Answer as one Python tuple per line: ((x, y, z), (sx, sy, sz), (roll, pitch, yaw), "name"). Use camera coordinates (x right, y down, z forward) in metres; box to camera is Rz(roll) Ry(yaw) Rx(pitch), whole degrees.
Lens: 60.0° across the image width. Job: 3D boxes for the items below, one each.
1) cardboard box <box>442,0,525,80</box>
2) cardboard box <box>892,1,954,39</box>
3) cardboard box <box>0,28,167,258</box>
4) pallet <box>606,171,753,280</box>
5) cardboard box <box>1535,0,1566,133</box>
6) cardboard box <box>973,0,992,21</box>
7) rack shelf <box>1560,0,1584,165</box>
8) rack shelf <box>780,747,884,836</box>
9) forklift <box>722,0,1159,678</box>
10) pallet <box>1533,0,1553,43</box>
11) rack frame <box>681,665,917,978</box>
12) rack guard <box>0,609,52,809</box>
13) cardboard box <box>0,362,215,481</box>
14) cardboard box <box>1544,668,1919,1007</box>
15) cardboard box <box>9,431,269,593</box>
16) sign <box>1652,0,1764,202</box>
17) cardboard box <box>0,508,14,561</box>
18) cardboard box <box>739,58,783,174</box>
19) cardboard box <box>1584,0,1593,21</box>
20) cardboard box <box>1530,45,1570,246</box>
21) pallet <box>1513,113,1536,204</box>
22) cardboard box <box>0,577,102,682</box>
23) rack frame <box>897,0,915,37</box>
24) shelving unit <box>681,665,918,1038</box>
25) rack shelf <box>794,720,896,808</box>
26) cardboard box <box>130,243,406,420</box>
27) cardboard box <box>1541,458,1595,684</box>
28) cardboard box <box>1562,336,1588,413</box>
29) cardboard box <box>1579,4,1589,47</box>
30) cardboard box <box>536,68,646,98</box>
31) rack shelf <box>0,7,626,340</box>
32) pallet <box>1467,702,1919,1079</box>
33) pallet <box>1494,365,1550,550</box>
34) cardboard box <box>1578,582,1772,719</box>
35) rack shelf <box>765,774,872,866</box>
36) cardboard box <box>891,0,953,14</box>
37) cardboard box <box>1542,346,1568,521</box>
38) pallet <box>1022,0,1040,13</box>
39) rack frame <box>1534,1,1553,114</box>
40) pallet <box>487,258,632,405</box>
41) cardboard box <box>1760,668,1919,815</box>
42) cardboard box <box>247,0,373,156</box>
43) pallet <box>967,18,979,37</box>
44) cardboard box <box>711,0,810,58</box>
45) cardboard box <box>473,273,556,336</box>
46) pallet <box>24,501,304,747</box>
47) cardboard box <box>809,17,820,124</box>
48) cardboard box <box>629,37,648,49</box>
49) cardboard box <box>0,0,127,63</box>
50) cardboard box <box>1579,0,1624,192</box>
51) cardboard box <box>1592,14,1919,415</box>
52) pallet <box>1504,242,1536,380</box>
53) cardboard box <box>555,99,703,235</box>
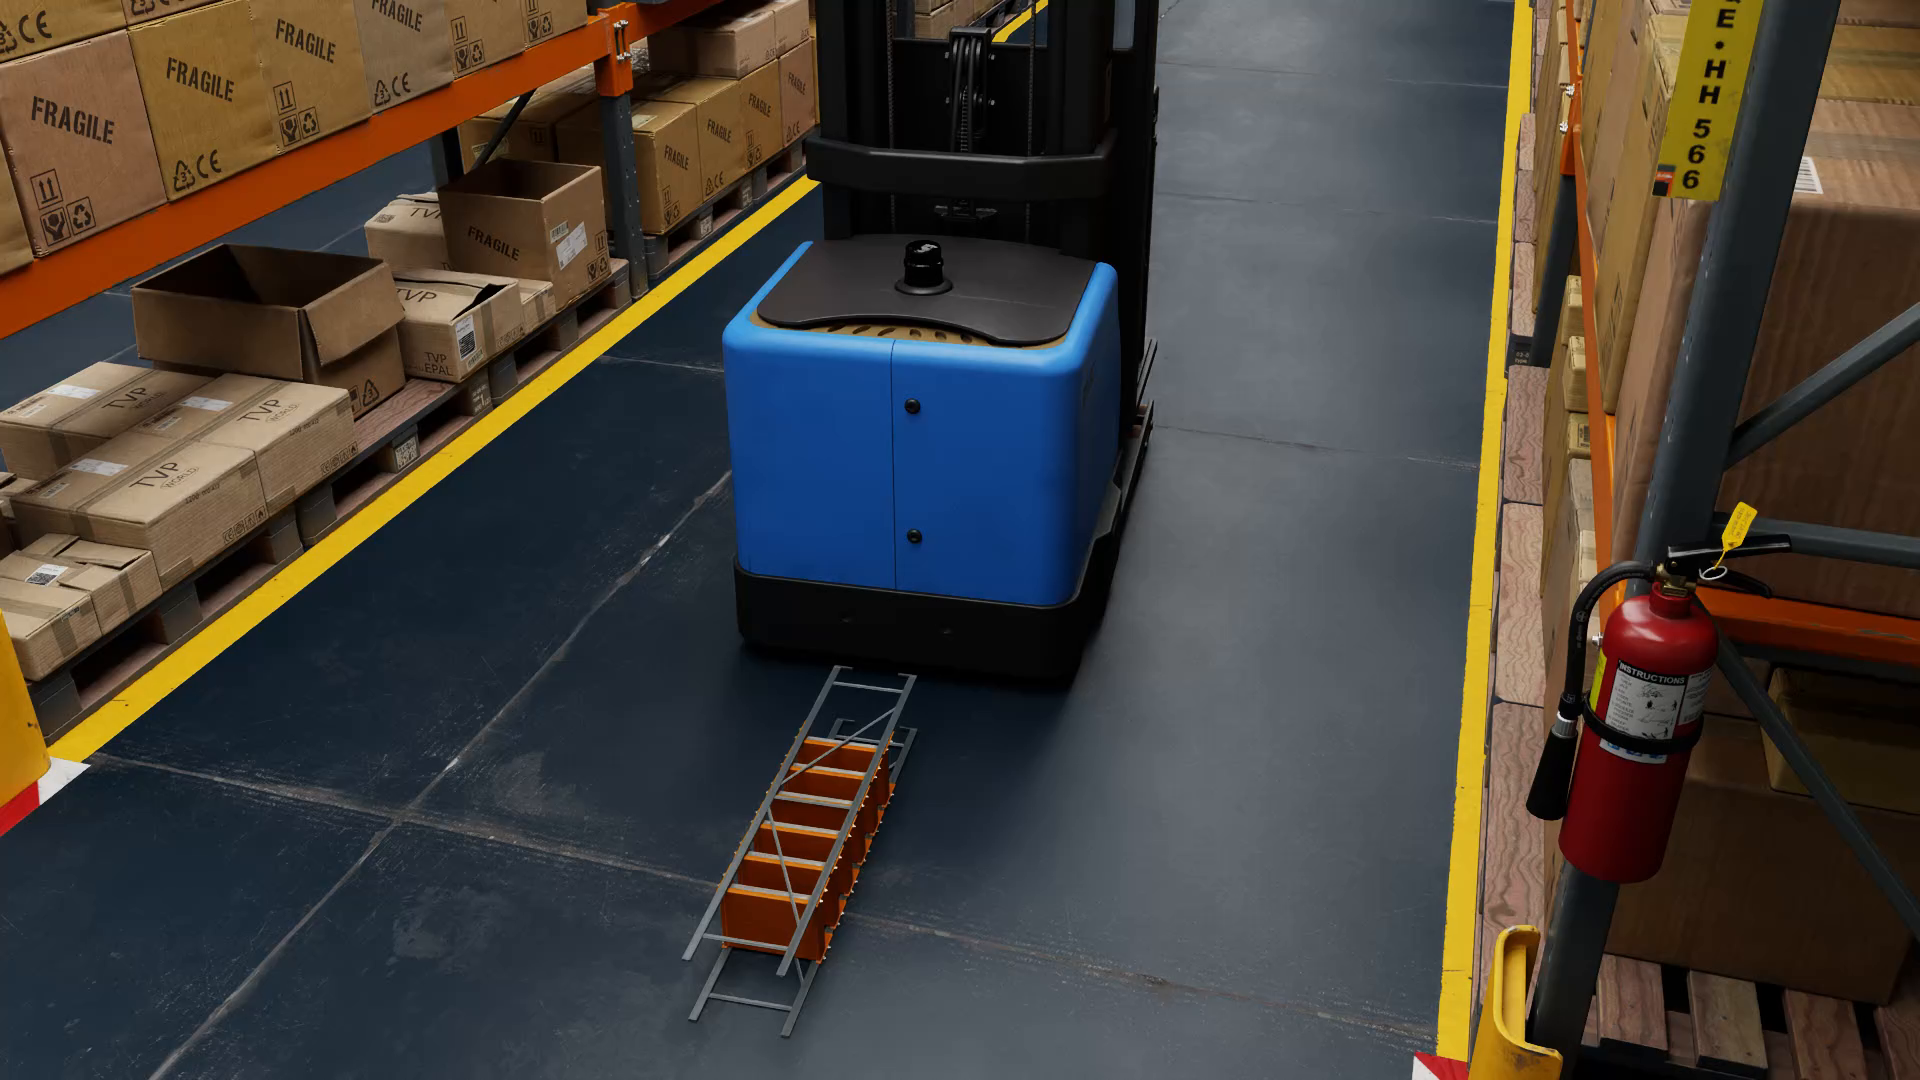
((-2.015, -2.057, 6.259), (0.500, 0.500, 0.500), (9, 30, 16), "cardboard box")
((-0.355, -3.564, 11.468), (0.500, 0.250, 0.500), (8, 30, 15), "cardboard box")
((-2.609, -1.116, 4.567), (0.500, 0.500, 0.500), (8, 30, 14), "cardboard box")
((-1.761, -1.687, 8.565), (1.003, 0.211, 1.213), (8, 30, 15), "pallet")
((3.606, -2.597, 9.111), (0.750, 0.750, 0.750), (8, 30, 14), "cardboard box")
((-0.062, -4.040, 12.324), (0.500, 0.250, 0.500), (8, 30, 14), "cardboard box")
((3.360, -2.432, 7.776), (1.077, 0.370, 4.000), (8, 30, 15), "rack shelf")
((-0.333, 0.658, 4.364), (0.258, 0.180, 0.103), (6, 30, 11), "rack shelf")
((0.132, -1.577, 5.569), (1.130, 2.935, 3.031), (6, 30, 11), "forklift")
((4.894, -3.954, 12.640), (1.003, 0.211, 1.213), (8, 30, 15), "pallet")
((-0.369, 0.657, 4.179), (0.240, 0.006, 1.200), (6, 30, 11), "rack frame")
((-3.116, 0.394, 4.527), (1.175, 0.500, 0.348), (8, 30, 15), "rack guard")
((-2.906, -0.379, 5.721), (0.500, 0.250, 0.500), (8, 30, 15), "cardboard box")
((1.709, 0.612, 3.704), (0.700, 0.500, 0.500), (8, 30, 15), "cardboard box")
((-2.560, -0.098, 5.217), (0.500, 0.250, 0.500), (8, 30, 15), "cardboard box")
((1.084, -0.651, 2.400), (0.100, 0.325, 0.005), (8, 30, 15), "sign")
((-3.214, -0.051, 4.874), (0.500, 0.500, 0.500), (8, 30, 15), "cardboard box")
((-1.289, -2.292, 8.904), (0.500, 0.500, 0.500), (9, 30, 15), "cardboard box")
((2.667, -2.250, 6.279), (0.500, 0.500, 0.500), (8, 30, 14), "cardboard box")
((3.097, -1.795, 7.670), (0.750, 0.750, 0.750), (9, 30, 16), "cardboard box")
((3.643, -2.101, 9.310), (1.003, 0.211, 1.213), (8, 30, 15), "pallet")
((-2.686, 0.245, 4.704), (0.380, 0.149, 0.250), (8, 30, 15), "cardboard box")
((-0.790, -4.381, 10.539), (1.000, 3.000, 0.127), (8, 30, 15), "rack frame")
((-0.369, 0.737, 4.224), (0.258, 0.189, 1.200), (6, 30, 11), "shelving unit")
((-0.307, 0.601, 4.465), (0.258, 0.180, 0.103), (6, 30, 11), "rack shelf")
((-2.510, -0.749, 6.127), (0.797, 0.503, 0.637), (8, 30, 15), "cardboard box")
((2.002, 0.145, 4.543), (0.700, 0.500, 0.500), (8, 30, 13), "cardboard box")
((2.027, -0.483, 5.004), (0.380, 0.149, 0.250), (8, 30, 13), "cardboard box")
((2.653, -2.034, 6.558), (0.380, 0.149, 0.250), (9, 30, 16), "cardboard box")
((-1.940, -2.120, 8.595), (0.500, 0.500, 0.500), (9, 30, 15), "cardboard box")
((-2.551, -1.278, 5.702), (1.077, 0.370, 4.000), (8, 30, 15), "rack shelf")
((1.759, 0.878, 3.954), (1.003, 0.211, 1.213), (8, 30, 15), "pallet")
((2.475, -0.256, 5.993), (1.003, 0.211, 1.213), (8, 30, 15), "pallet")
((1.572, 0.242, 3.701), (0.380, 0.149, 0.250), (8, 30, 14), "cardboard box")
((-0.360, 0.716, 4.262), (0.258, 0.180, 0.103), (6, 30, 11), "rack shelf")
((-0.355, -3.809, 11.331), (0.500, 0.311, 0.500), (10, 30, 17), "cardboard box")
((2.305, -0.342, 5.418), (0.700, 0.500, 0.500), (8, 30, 14), "cardboard box")
((0.205, -4.673, 13.933), (1.003, 0.211, 1.213), (8, 30, 15), "pallet")
((3.947, -3.676, 9.272), (1.000, 3.000, 0.127), (8, 30, 15), "rack frame")
((-2.166, -0.984, 7.302), (1.003, 0.211, 1.213), (8, 30, 15), "pallet")
((1.863, 0.415, 3.391), (0.380, 0.149, 0.250), (9, 30, 15), "cardboard box")
((-2.311, -1.581, 5.403), (0.500, 0.500, 0.500), (9, 30, 16), "cardboard box")
((-0.511, -3.539, 11.895), (1.003, 0.211, 1.213), (8, 30, 15), "pallet")
((-1.149, -2.837, 9.112), (0.500, 0.250, 0.500), (8, 30, 14), "cardboard box")
((-1.913, -0.980, 6.906), (0.380, 0.149, 0.250), (8, 30, 15), "cardboard box")
((-2.882, 0.150, 5.264), (1.003, 0.211, 1.213), (8, 30, 15), "pallet")
((-0.992, -2.772, 9.766), (0.500, 0.500, 0.500), (7, 30, 13), "cardboard box")
((-1.645, -2.590, 9.439), (0.500, 0.500, 0.500), (7, 30, 13), "cardboard box")
((-2.609, -1.556, 4.330), (0.500, 0.500, 0.500), (9, 30, 15), "cardboard box")
((2.378, -1.360, 4.800), (0.980, 0.700, 0.700), (8, 30, 14), "cardboard box")
((1.942, -0.667, 3.555), (0.980, 0.700, 0.700), (8, 30, 14), "cardboard box")
((2.927, -0.967, 7.272), (1.003, 0.211, 1.213), (8, 30, 15), "pallet")
((-1.589, -1.812, 8.040), (0.500, 0.500, 0.500), (7, 30, 13), "cardboard box")
